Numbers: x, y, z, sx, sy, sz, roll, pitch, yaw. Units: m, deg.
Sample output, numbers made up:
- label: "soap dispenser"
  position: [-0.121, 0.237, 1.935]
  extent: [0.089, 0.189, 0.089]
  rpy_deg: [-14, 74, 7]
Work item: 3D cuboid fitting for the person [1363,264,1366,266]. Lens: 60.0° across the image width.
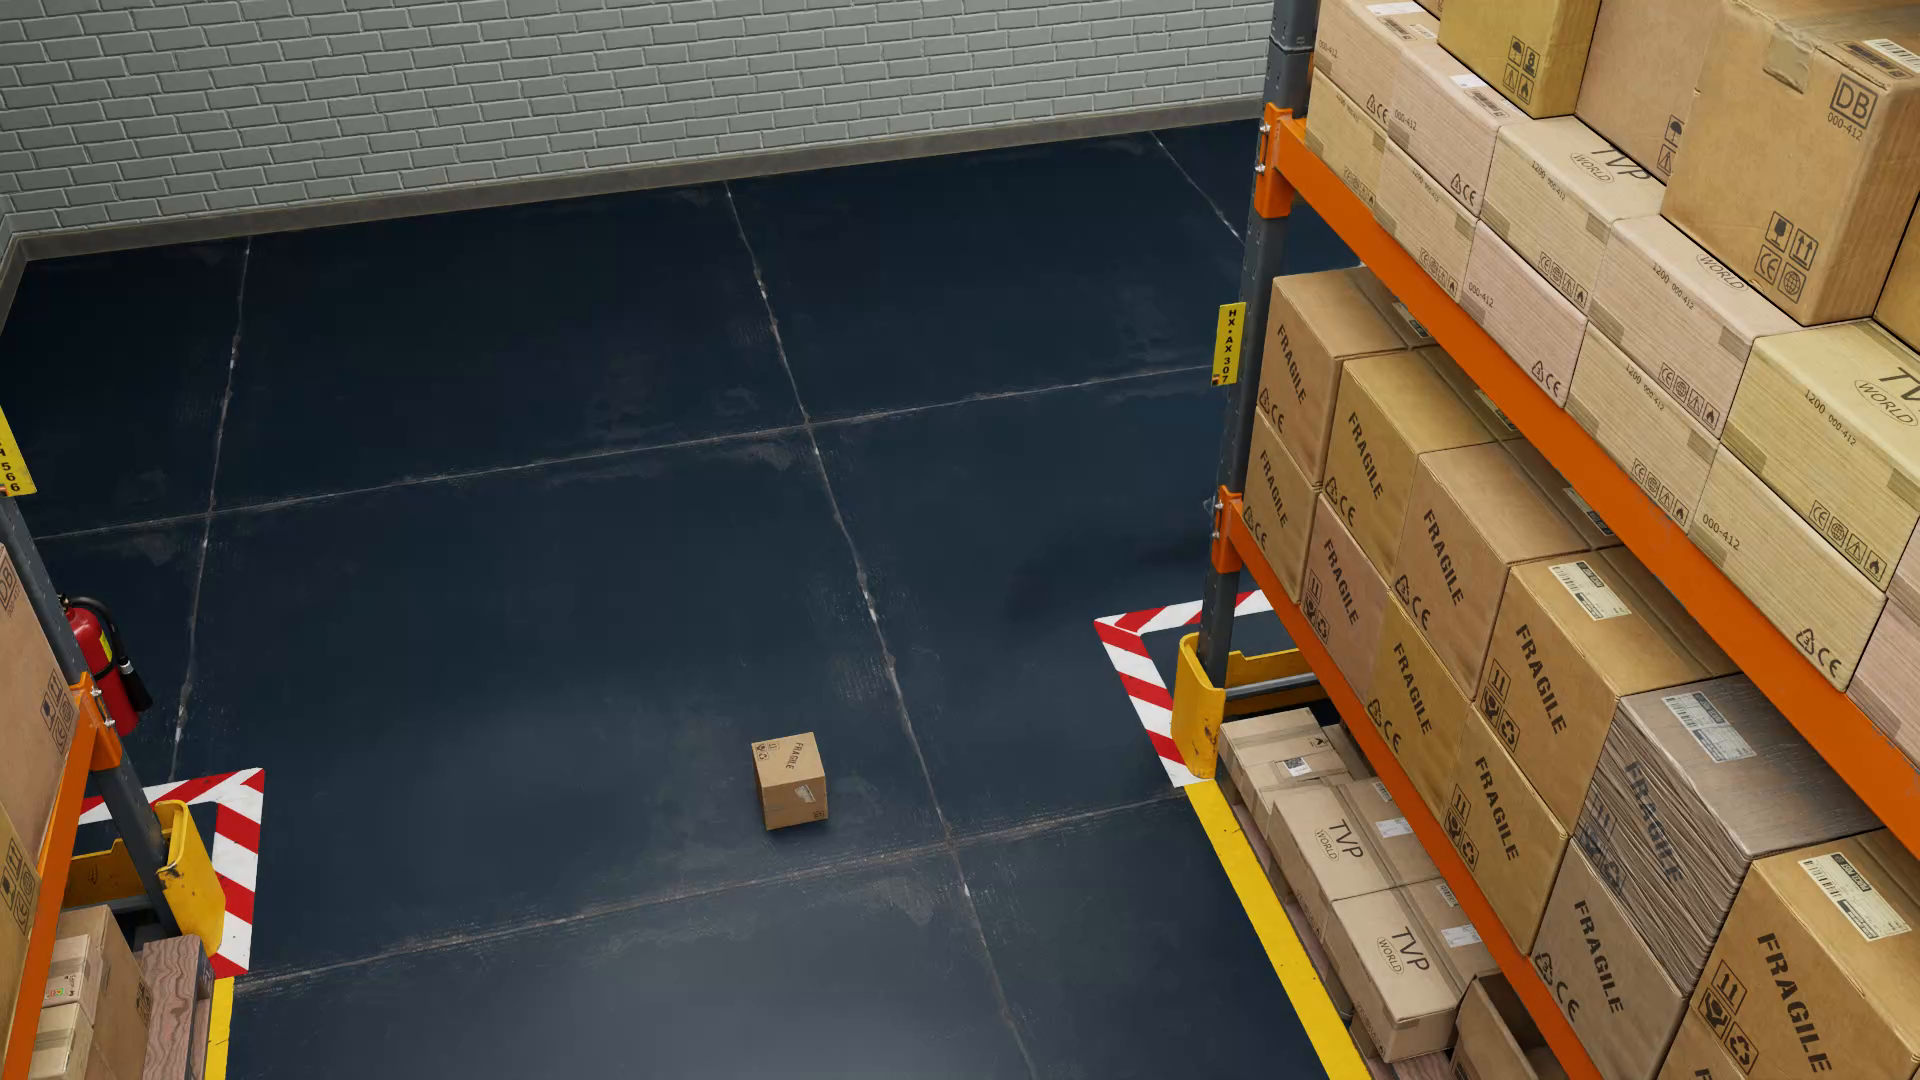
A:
- label: "person"
  position: [1.922, -0.696, 7.599]
  extent: [0.558, 1.741, 0.503]
  rpy_deg: [-5, 39, -6]
